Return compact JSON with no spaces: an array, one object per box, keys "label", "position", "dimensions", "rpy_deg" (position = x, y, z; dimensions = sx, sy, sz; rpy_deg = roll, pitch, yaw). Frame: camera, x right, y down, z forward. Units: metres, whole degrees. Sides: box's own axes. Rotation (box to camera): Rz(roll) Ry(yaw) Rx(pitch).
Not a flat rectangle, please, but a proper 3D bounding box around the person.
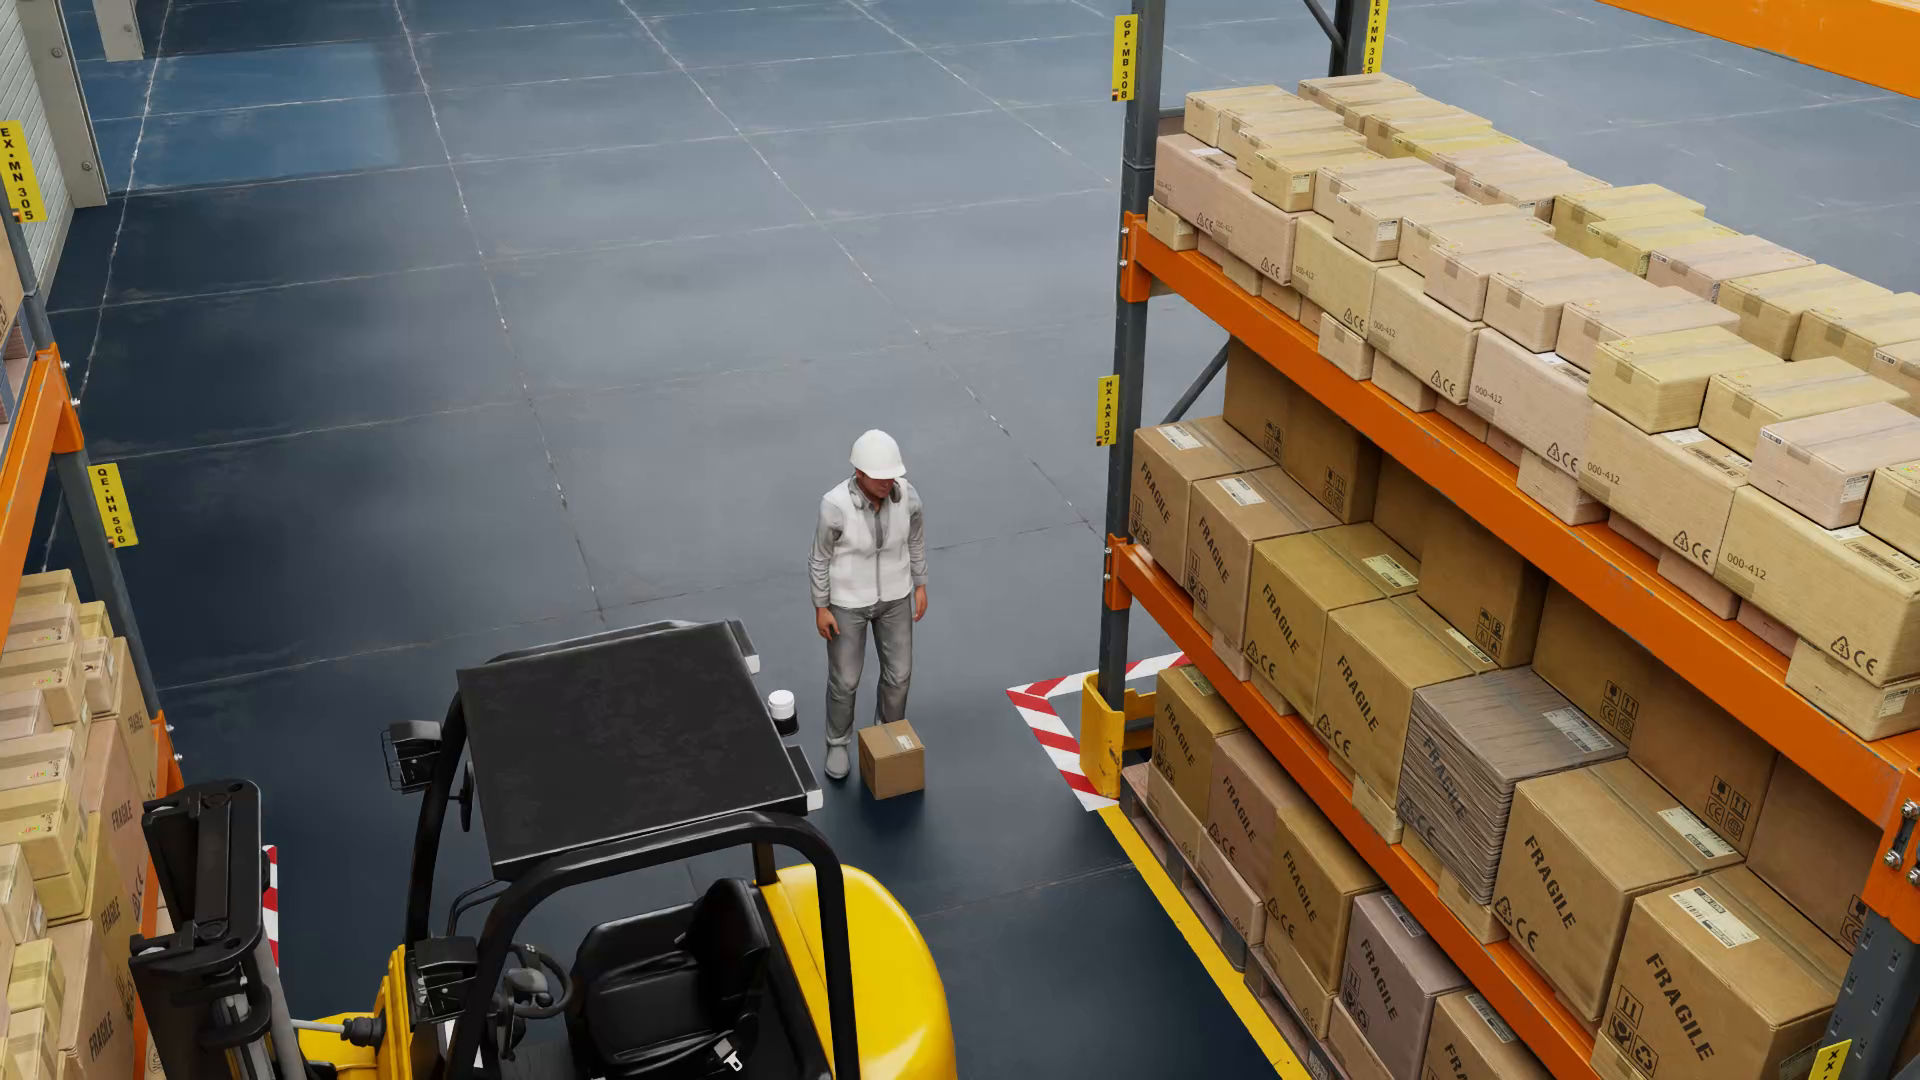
[{"label":"person","position":[-0.419,0.276,7.835],"dimensions":[0.591,1.770,0.476],"rpy_deg":[-12,32,-21]}]
